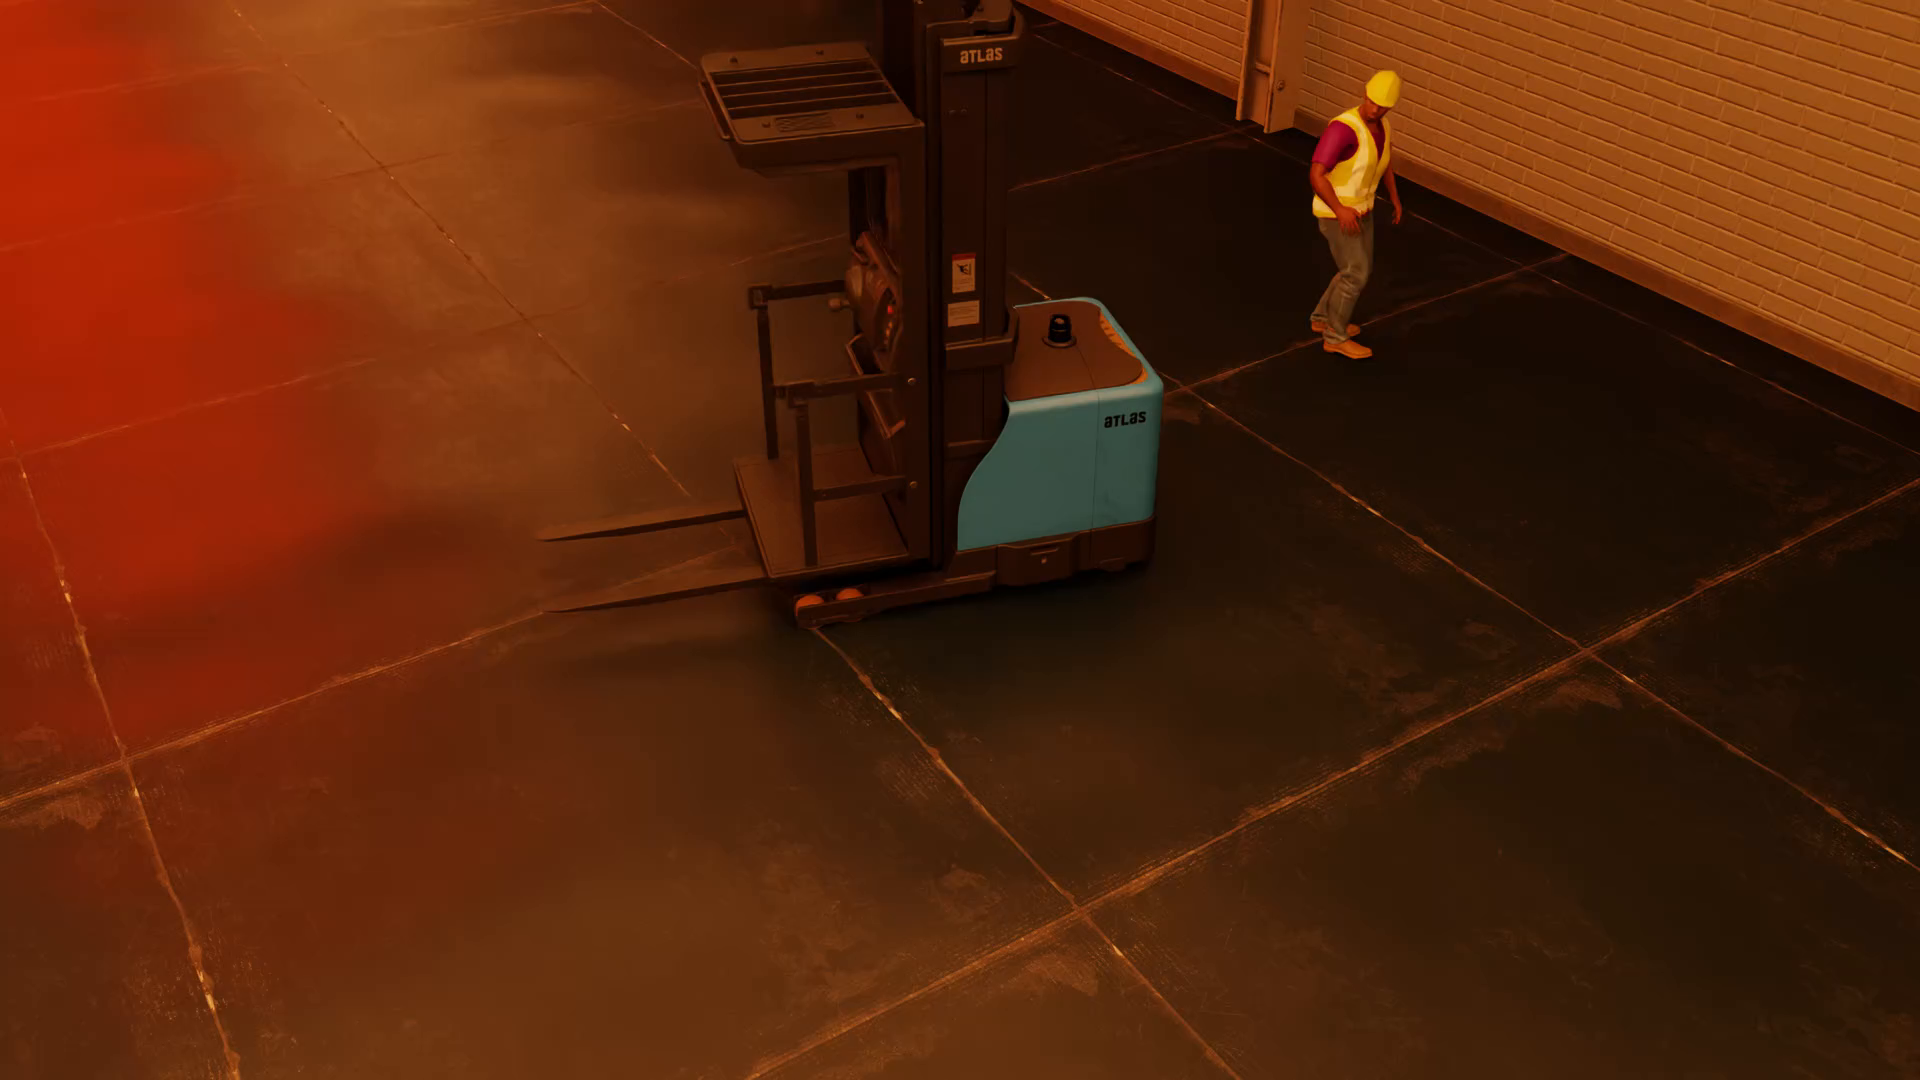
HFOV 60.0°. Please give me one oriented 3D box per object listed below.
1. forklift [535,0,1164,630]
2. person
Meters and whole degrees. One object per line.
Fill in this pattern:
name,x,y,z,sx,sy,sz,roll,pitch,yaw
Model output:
forklift,-0.587,-1.103,7.717,3.031,2.935,1.130,-9,36,-13
person,2.419,-1.973,10.009,0.510,1.727,0.778,22,41,28
